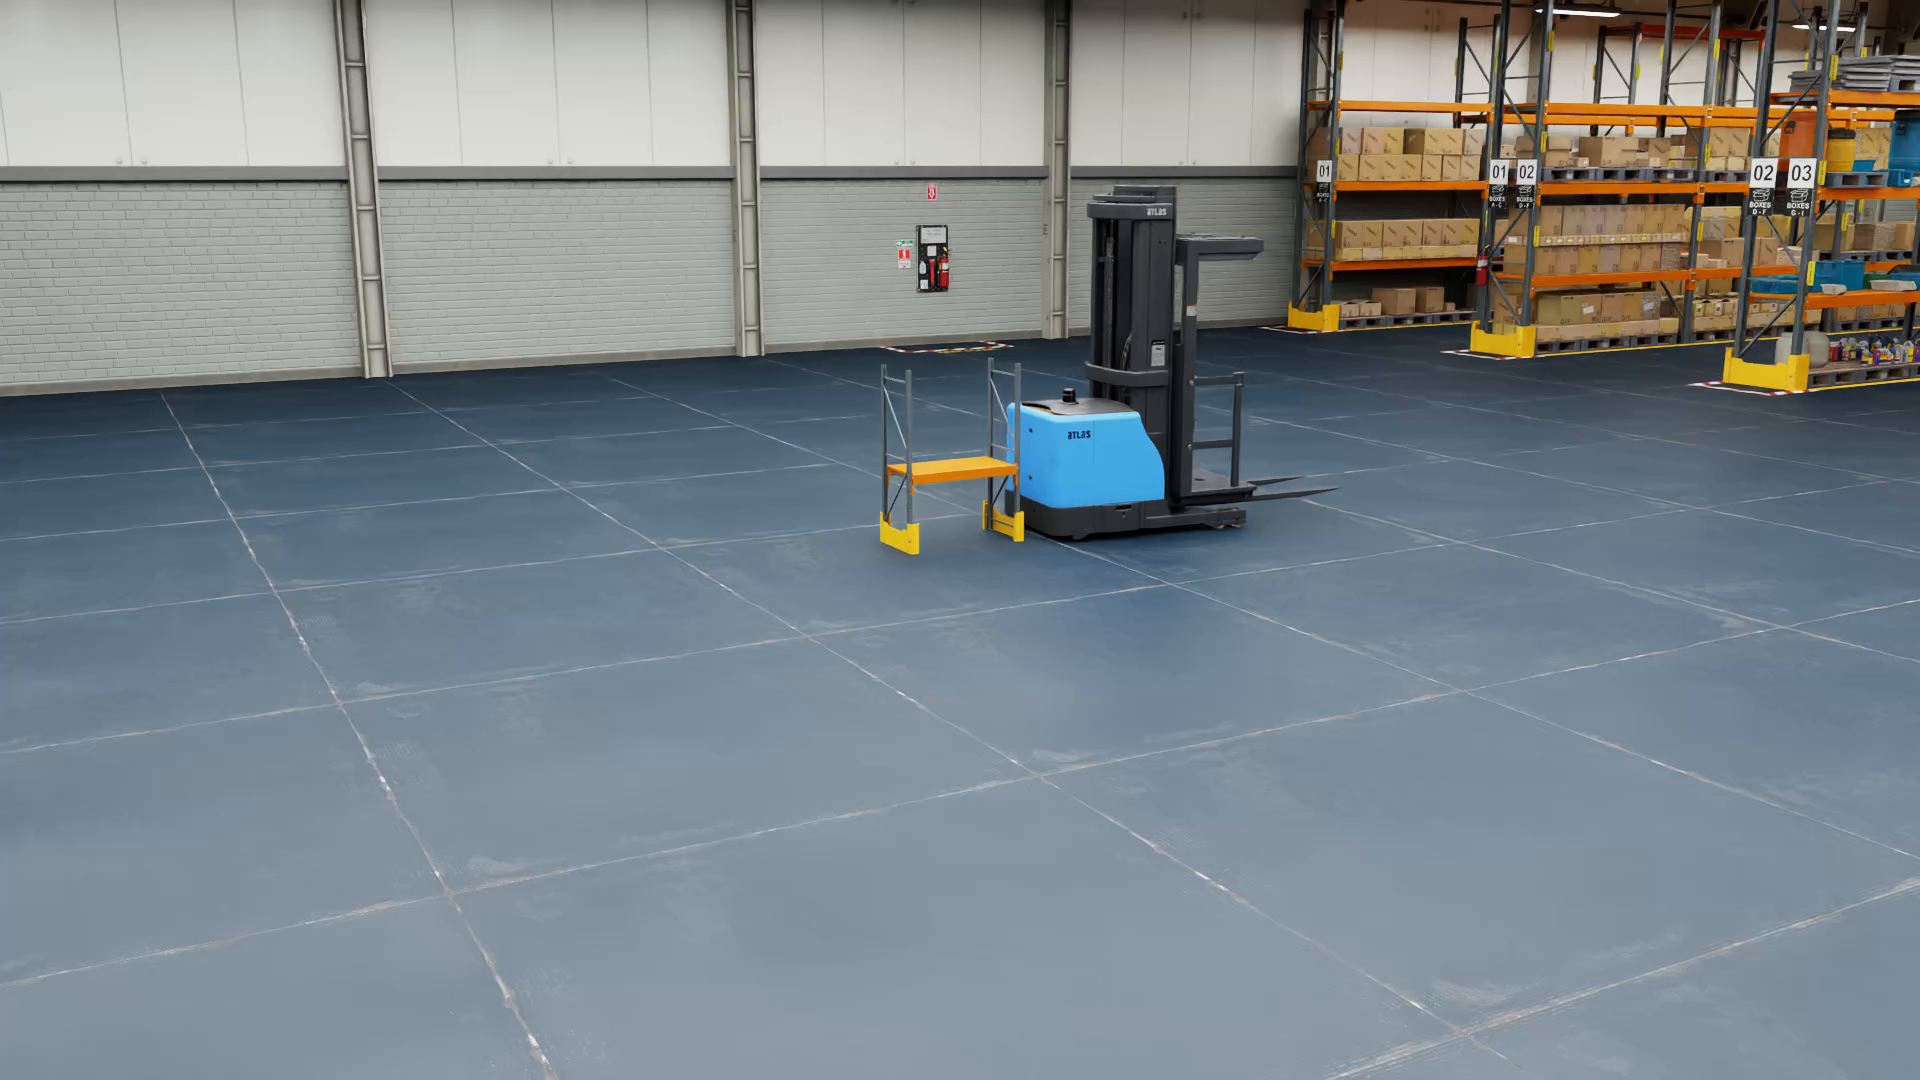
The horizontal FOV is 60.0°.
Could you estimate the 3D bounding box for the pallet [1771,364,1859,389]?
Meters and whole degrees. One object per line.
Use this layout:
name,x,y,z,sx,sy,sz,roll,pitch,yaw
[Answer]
pallet,12.323,-2.416,24.366,1.213,0.211,1.003,-7,14,-28

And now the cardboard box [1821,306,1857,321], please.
cardboard box,16.751,-4.460,31.786,0.500,0.500,0.500,-6,14,-25

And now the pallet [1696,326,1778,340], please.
pallet,14.404,-3.905,30.980,1.213,0.211,1.003,-7,14,-28

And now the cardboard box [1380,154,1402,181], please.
cardboard box,8.172,-7.199,32.158,0.500,0.500,0.500,-6,14,-25

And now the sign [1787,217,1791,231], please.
sign,15.946,-6.102,31.933,0.005,0.325,0.100,-7,14,-28

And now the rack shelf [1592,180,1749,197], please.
rack shelf,15.593,-7.749,36.516,4.000,0.370,1.077,-7,14,-28

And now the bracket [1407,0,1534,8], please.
bracket,9.812,-10.754,33.200,4.783,0.066,0.076,-7,14,-28

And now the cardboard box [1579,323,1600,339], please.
cardboard box,10.646,-3.613,28.638,0.500,0.250,0.500,-7,14,-28

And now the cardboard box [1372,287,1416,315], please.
cardboard box,8.635,-4.763,33.131,0.500,0.500,0.700,-8,15,-31

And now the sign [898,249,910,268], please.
sign,-0.973,-4.920,29.059,0.234,0.329,0.001,-7,14,-28

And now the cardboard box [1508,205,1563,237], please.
cardboard box,9.655,-5.364,27.930,0.500,0.500,0.700,-7,14,-28

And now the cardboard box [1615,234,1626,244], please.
cardboard box,11.221,-5.185,28.610,0.250,0.149,0.380,-6,14,-26

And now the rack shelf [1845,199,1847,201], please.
rack shelf,17.970,-6.795,32.276,4.000,0.370,1.077,-7,14,-28

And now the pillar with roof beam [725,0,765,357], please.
pillar with roof beam,-1.454,-6.660,23.205,0.400,9.000,9.100,-7,14,-28

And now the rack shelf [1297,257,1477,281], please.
rack shelf,8.571,-5.444,33.106,4.000,0.370,1.077,-7,14,-28

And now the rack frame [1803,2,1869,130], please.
rack frame,16.215,-8.399,30.933,0.127,3.000,1.000,-7,14,-28

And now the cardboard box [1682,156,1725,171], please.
cardboard box,13.249,-6.709,29.642,0.500,0.250,0.500,-5,14,-22

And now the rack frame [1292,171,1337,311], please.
rack frame,6.816,-5.585,32.092,0.127,3.000,1.000,-7,14,-28

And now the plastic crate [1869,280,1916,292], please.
plastic crate,13.770,-3.748,24.531,0.437,0.136,0.530,-7,14,-28

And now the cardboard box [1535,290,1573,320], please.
cardboard box,10.392,-4.081,29.011,0.500,0.500,0.500,-7,14,-28

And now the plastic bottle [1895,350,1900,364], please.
plastic bottle,13.960,-2.734,24.797,0.097,0.201,0.097,0,13,0

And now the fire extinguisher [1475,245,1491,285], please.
fire extinguisher,8.866,-4.670,28.203,0.183,0.674,0.296,-7,14,-28

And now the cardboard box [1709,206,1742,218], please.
cardboard box,17.061,-7.318,37.136,0.500,0.250,0.500,-6,14,-26

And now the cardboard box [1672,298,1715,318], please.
cardboard box,13.186,-4.184,29.896,0.500,0.311,0.500,-7,14,-28

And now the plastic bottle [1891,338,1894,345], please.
plastic bottle,14.365,-2.977,25.689,0.133,0.283,0.061,-7,14,-28

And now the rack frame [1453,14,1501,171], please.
rack frame,10.327,-8.932,33.303,0.127,3.000,1.000,-7,14,-28

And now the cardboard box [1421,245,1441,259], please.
cardboard box,9.181,-5.727,33.021,0.500,0.250,0.500,-7,14,-28

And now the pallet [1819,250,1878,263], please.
pallet,16.776,-5.463,31.989,1.003,0.211,1.213,-7,14,-28

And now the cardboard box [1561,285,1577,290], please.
cardboard box,12.723,-5.304,35.535,0.500,0.500,0.700,-7,14,-28

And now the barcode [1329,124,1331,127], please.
barcode,7.200,-8.048,32.336,0.075,0.075,0.001,-7,14,-28

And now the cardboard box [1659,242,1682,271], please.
cardboard box,12.317,-5.052,29.498,0.500,0.500,0.700,-7,15,-29

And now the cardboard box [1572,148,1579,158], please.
cardboard box,10.565,-6.554,28.495,0.500,0.311,0.500,-5,14,-21

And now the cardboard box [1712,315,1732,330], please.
cardboard box,13.626,-3.963,30.192,0.500,0.250,0.500,-6,14,-26

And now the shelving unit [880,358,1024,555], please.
shelving unit,-0.067,-0.724,13.909,1.083,1.500,0.587,-7,14,-28

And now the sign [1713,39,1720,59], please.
sign,12.948,-8.401,28.456,0.005,0.325,0.100,-7,14,-28

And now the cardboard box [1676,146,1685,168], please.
cardboard box,15.596,-8.391,36.501,0.500,0.500,0.700,-7,14,-28

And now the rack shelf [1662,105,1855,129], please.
rack shelf,14.459,-7.642,30.121,4.000,0.370,1.077,-7,14,-28

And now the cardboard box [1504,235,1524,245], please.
cardboard box,9.437,-5.072,28.111,0.250,0.149,0.380,-7,15,-29

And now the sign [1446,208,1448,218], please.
sign,10.058,-6.677,34.308,0.005,0.325,0.100,-7,14,-28

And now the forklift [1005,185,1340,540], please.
forklift,1.961,-1.622,14.640,3.031,2.935,1.130,-5,14,-23

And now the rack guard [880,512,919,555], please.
rack guard,-0.504,-0.062,13.813,0.087,0.250,0.587,-7,14,-28

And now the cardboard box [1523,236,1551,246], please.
cardboard box,9.640,-4.995,27.769,0.250,0.149,0.380,-7,14,-28

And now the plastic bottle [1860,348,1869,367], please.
plastic bottle,13.304,-2.690,24.440,0.097,0.271,0.097,0,13,0

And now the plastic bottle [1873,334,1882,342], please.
plastic bottle,14.166,-3.013,25.699,0.185,0.351,0.144,-6,14,-26

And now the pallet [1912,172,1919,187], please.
pallet,14.487,-5.373,24.749,1.003,0.211,1.213,-7,14,-28

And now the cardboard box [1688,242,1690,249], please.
cardboard box,16.052,-6.519,36.770,0.250,0.149,0.380,-7,15,-29

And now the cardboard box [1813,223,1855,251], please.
cardboard box,16.713,-5.814,31.925,0.700,0.500,0.500,11,17,41

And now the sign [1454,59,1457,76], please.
sign,10.056,-9.571,33.656,0.005,0.325,0.100,-7,14,-28

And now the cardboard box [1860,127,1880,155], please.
cardboard box,17.048,-7.570,31.578,0.500,0.500,0.500,-7,14,-28

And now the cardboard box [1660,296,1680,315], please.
cardboard box,12.922,-4.286,30.351,0.500,0.311,0.500,-7,14,-28

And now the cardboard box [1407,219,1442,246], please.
cardboard box,9.178,-6.094,32.944,0.500,0.500,0.500,-7,15,-29

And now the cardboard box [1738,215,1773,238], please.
cardboard box,17.833,-7.047,37.908,0.700,0.700,0.980,-7,14,-27

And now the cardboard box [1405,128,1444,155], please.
cardboard box,9.088,-7.793,32.525,0.500,0.500,0.500,-7,15,-30
